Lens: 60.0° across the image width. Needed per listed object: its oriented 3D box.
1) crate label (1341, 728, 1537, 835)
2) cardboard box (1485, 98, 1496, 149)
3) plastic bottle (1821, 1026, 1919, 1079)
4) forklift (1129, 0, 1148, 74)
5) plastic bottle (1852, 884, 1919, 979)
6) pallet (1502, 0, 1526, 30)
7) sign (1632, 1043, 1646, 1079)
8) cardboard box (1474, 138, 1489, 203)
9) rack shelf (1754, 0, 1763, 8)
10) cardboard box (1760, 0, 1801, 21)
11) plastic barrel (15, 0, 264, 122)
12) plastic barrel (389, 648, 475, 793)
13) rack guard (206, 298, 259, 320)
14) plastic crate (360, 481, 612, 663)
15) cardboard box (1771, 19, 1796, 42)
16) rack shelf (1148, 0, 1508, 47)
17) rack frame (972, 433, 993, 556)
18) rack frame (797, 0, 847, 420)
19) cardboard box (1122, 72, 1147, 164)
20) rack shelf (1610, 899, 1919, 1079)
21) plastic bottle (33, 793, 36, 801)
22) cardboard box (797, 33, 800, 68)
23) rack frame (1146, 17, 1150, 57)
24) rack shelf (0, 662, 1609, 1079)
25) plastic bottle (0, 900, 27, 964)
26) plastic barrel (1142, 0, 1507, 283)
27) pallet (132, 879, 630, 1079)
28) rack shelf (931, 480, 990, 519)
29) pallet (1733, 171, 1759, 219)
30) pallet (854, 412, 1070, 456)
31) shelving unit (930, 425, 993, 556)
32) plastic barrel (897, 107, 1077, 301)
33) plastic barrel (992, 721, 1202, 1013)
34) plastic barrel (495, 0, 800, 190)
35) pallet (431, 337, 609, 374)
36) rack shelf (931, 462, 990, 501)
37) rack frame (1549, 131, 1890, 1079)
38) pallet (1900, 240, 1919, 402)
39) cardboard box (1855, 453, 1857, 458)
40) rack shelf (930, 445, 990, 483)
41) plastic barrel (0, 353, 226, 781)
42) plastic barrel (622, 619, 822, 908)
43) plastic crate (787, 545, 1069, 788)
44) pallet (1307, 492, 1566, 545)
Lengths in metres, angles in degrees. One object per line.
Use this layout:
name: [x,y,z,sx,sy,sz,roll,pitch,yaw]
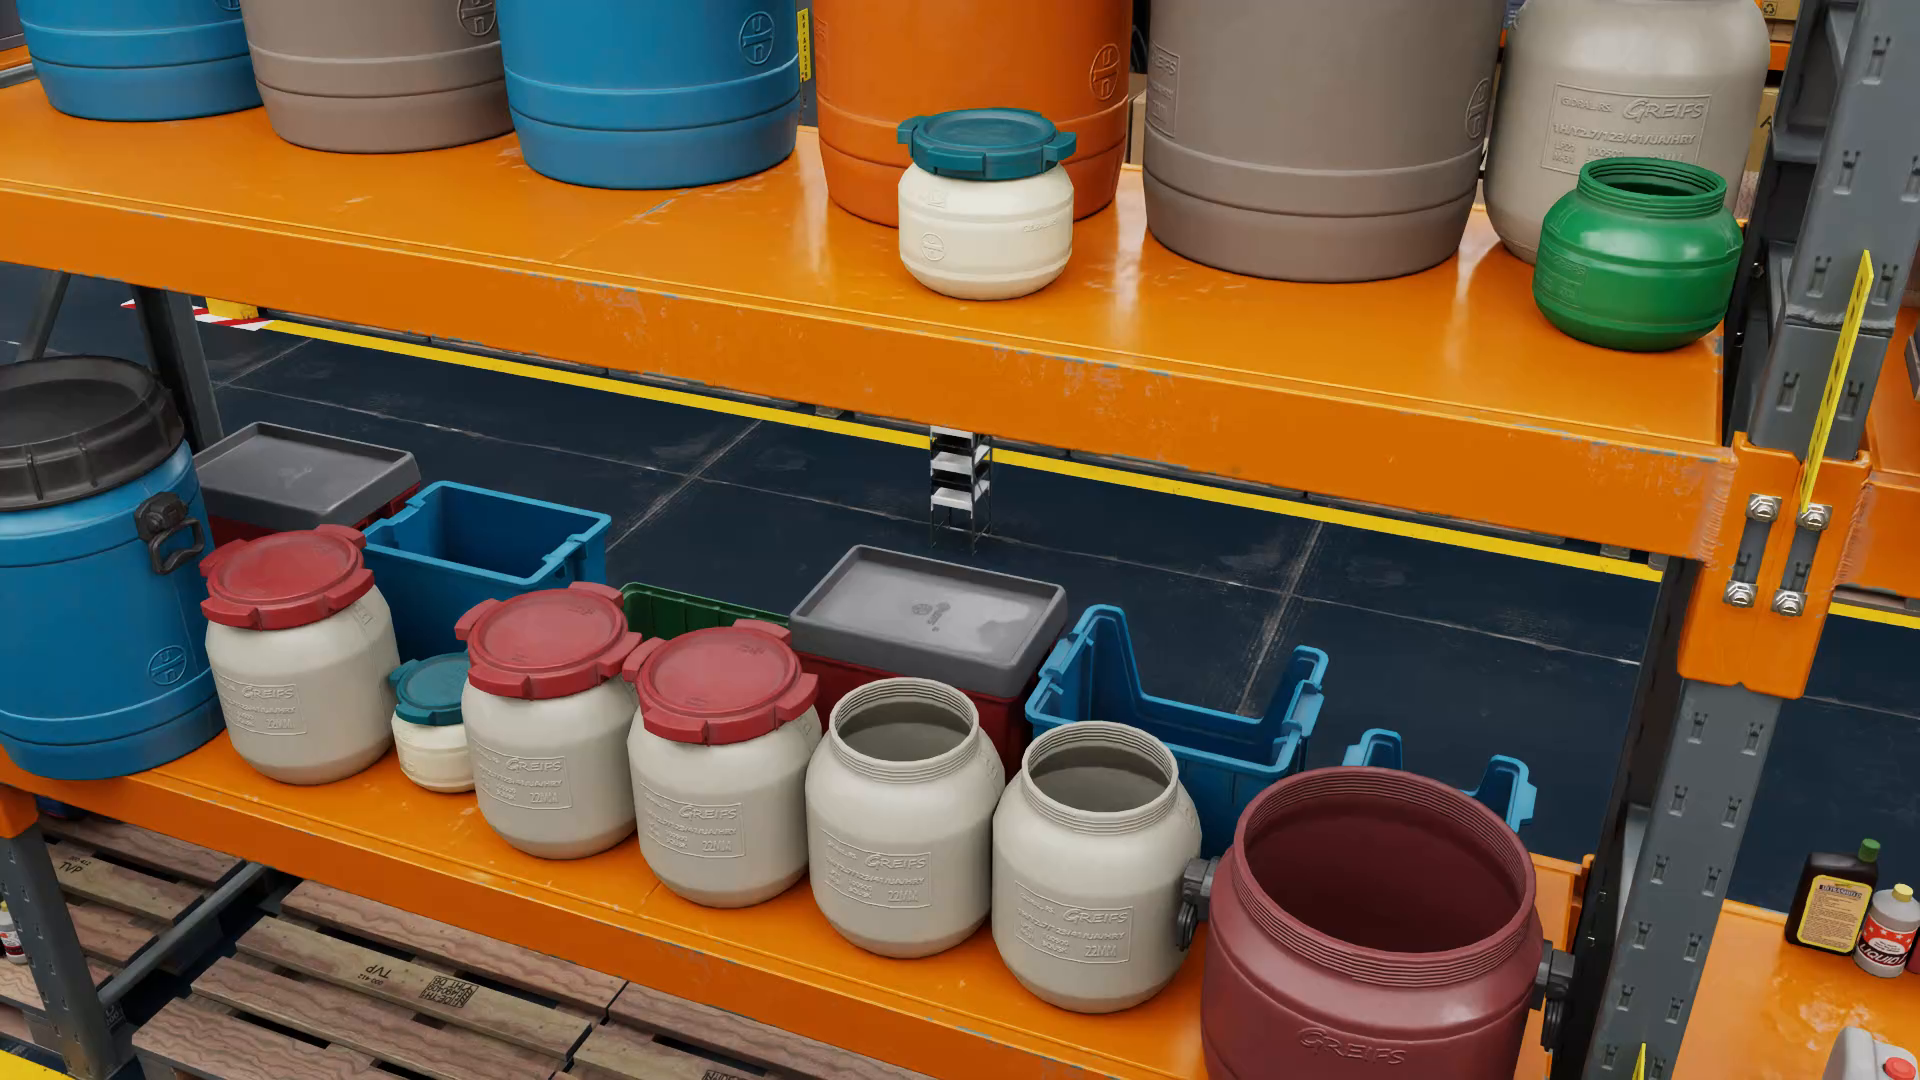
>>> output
crate label: [1.060,0.635,3.748,0.416,0.233,0.303,11,31,19]
cardboard box: [3.914,-3.067,12.222,0.500,0.500,0.700,11,31,19]
plastic bottle: [1.646,1.023,3.018,0.135,0.276,0.152,11,31,19]
forklift: [1.132,-2.742,9.622,3.031,2.935,1.130,10,31,18]
plastic bottle: [1.945,0.807,3.475,0.097,0.201,0.097,0,29,0]
pallet: [4.334,-3.706,11.453,1.003,0.211,1.213,11,31,19]
sign: [1.109,0.992,2.781,0.005,0.325,0.100,11,31,19]
cardboard box: [2.419,-1.662,7.733,0.500,0.311,0.500,11,31,19]
rack shelf: [5.028,-2.070,6.046,4.000,0.370,1.077,11,31,19]
cardboard box: [5.388,-3.682,10.791,0.500,0.500,0.500,12,32,21]
plastic barrel: [-1.844,-1.458,3.723,0.708,0.901,0.600,11,31,19]
plastic barrel: [-1.228,0.446,4.053,0.301,0.262,0.301,0,29,0]
rack guard: [-4.260,-1.843,10.503,0.348,0.500,1.175,11,31,19]
plastic crate: [-1.258,0.140,4.470,0.575,0.384,0.392,11,31,19]
cardboard box: [5.482,-3.389,10.932,0.250,0.149,0.380,12,32,20]
rack shelf: [3.181,-3.763,12.091,4.000,0.370,1.077,11,31,19]
rack frame: [0.102,-0.371,7.493,0.006,0.900,0.240,11,31,19]
rack frame: [-0.531,-2.187,8.571,0.127,3.000,1.000,11,31,19]
cardboard box: [0.662,-1.984,8.109,0.500,0.500,0.500,14,32,23]
rack shelf: [3.163,1.494,2.789,4.000,0.370,1.077,11,31,19]
plastic bottle: [-3.169,0.757,5.688,0.097,0.271,0.097,0,29,0]
cardboard box: [-0.864,-2.466,8.303,0.250,0.149,0.380,11,31,19]
rack frame: [1.328,-4.446,12.568,0.127,3.000,1.000,11,31,19]
rack shelf: [-0.544,0.754,4.099,4.000,0.370,1.077,11,31,19]
plastic bottle: [-2.851,1.172,5.024,0.097,0.201,0.097,0,29,0]
plastic barrel: [0.630,-0.964,2.849,0.600,0.901,0.600,0,29,0]
pallet: [-1.655,1.412,5.037,1.213,0.211,1.003,11,31,19]
rack shelf: [0.008,-0.205,7.631,0.200,0.077,0.258,11,31,19]
pallet: [3.830,-1.270,7.144,1.003,0.211,1.213,11,31,19]
pallet: [0.166,-0.855,9.047,1.213,0.211,1.003,11,31,19]
shelving unit: [0.008,-0.390,7.526,0.210,0.900,0.258,11,31,19]
plastic barrel: [0.043,-0.564,2.791,0.301,0.262,0.301,0,29,0]
plastic barrel: [0.276,0.669,3.404,0.421,0.512,0.421,0,29,0]
plastic barrel: [-0.632,-1.216,3.295,0.708,0.901,0.600,11,31,19]
pallet: [-2.387,-1.364,9.949,1.213,0.211,1.003,11,31,19]
rack shelf: [0.008,-0.283,7.587,0.200,0.077,0.258,11,31,19]
rack frame: [1.309,0.811,3.267,0.127,3.000,1.000,11,31,19]
pallet: [1.981,-0.227,2.246,1.213,0.211,1.003,11,31,19]
cardboard box: [3.977,-0.242,7.222,0.500,0.500,0.500,10,31,17]
rack shelf: [0.008,-0.361,7.542,0.200,0.077,0.258,11,31,19]
plastic barrel: [-2.153,0.062,4.082,0.708,0.901,0.600,11,31,19]
plastic barrel: [-0.512,0.504,3.671,0.433,0.535,0.433,0,29,0]
plastic crate: [-0.073,0.345,4.027,0.583,0.464,0.402,11,31,19]
pallet: [2.427,-0.403,8.249,1.213,0.211,1.003,11,31,19]
